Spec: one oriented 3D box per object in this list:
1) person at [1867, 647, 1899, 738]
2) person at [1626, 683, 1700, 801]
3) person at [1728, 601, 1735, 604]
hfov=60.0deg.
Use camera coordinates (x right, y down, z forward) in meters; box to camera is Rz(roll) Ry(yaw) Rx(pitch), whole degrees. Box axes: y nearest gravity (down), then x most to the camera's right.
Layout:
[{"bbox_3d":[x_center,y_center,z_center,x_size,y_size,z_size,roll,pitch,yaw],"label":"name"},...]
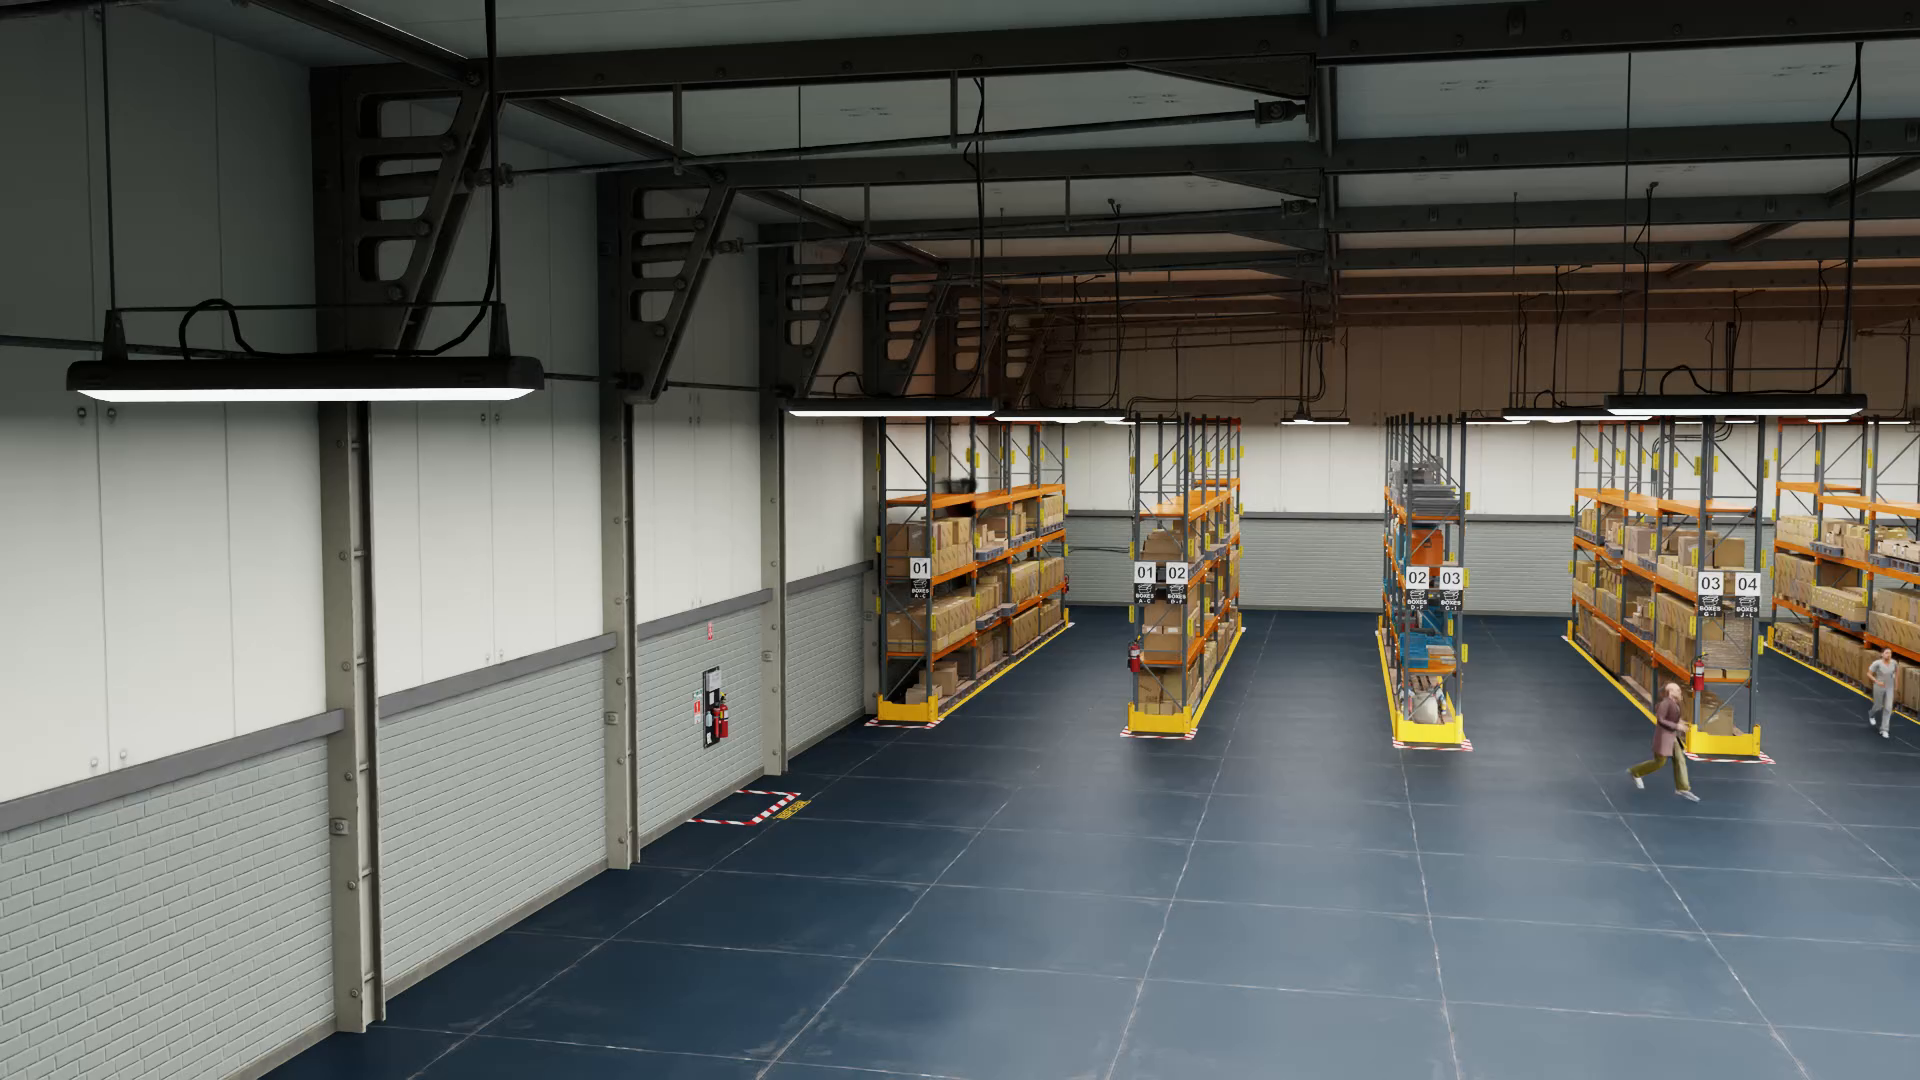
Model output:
[{"bbox_3d":[17.222,2.805,31.026,0.588,1.654,0.954,1,4,9],"label":"person"},{"bbox_3d":[10.939,3.093,25.752,1.047,1.782,0.733,3,5,38],"label":"person"},{"bbox_3d":[20.484,1.887,44.266,0.862,1.680,0.657,-1,4,-19],"label":"person"}]
